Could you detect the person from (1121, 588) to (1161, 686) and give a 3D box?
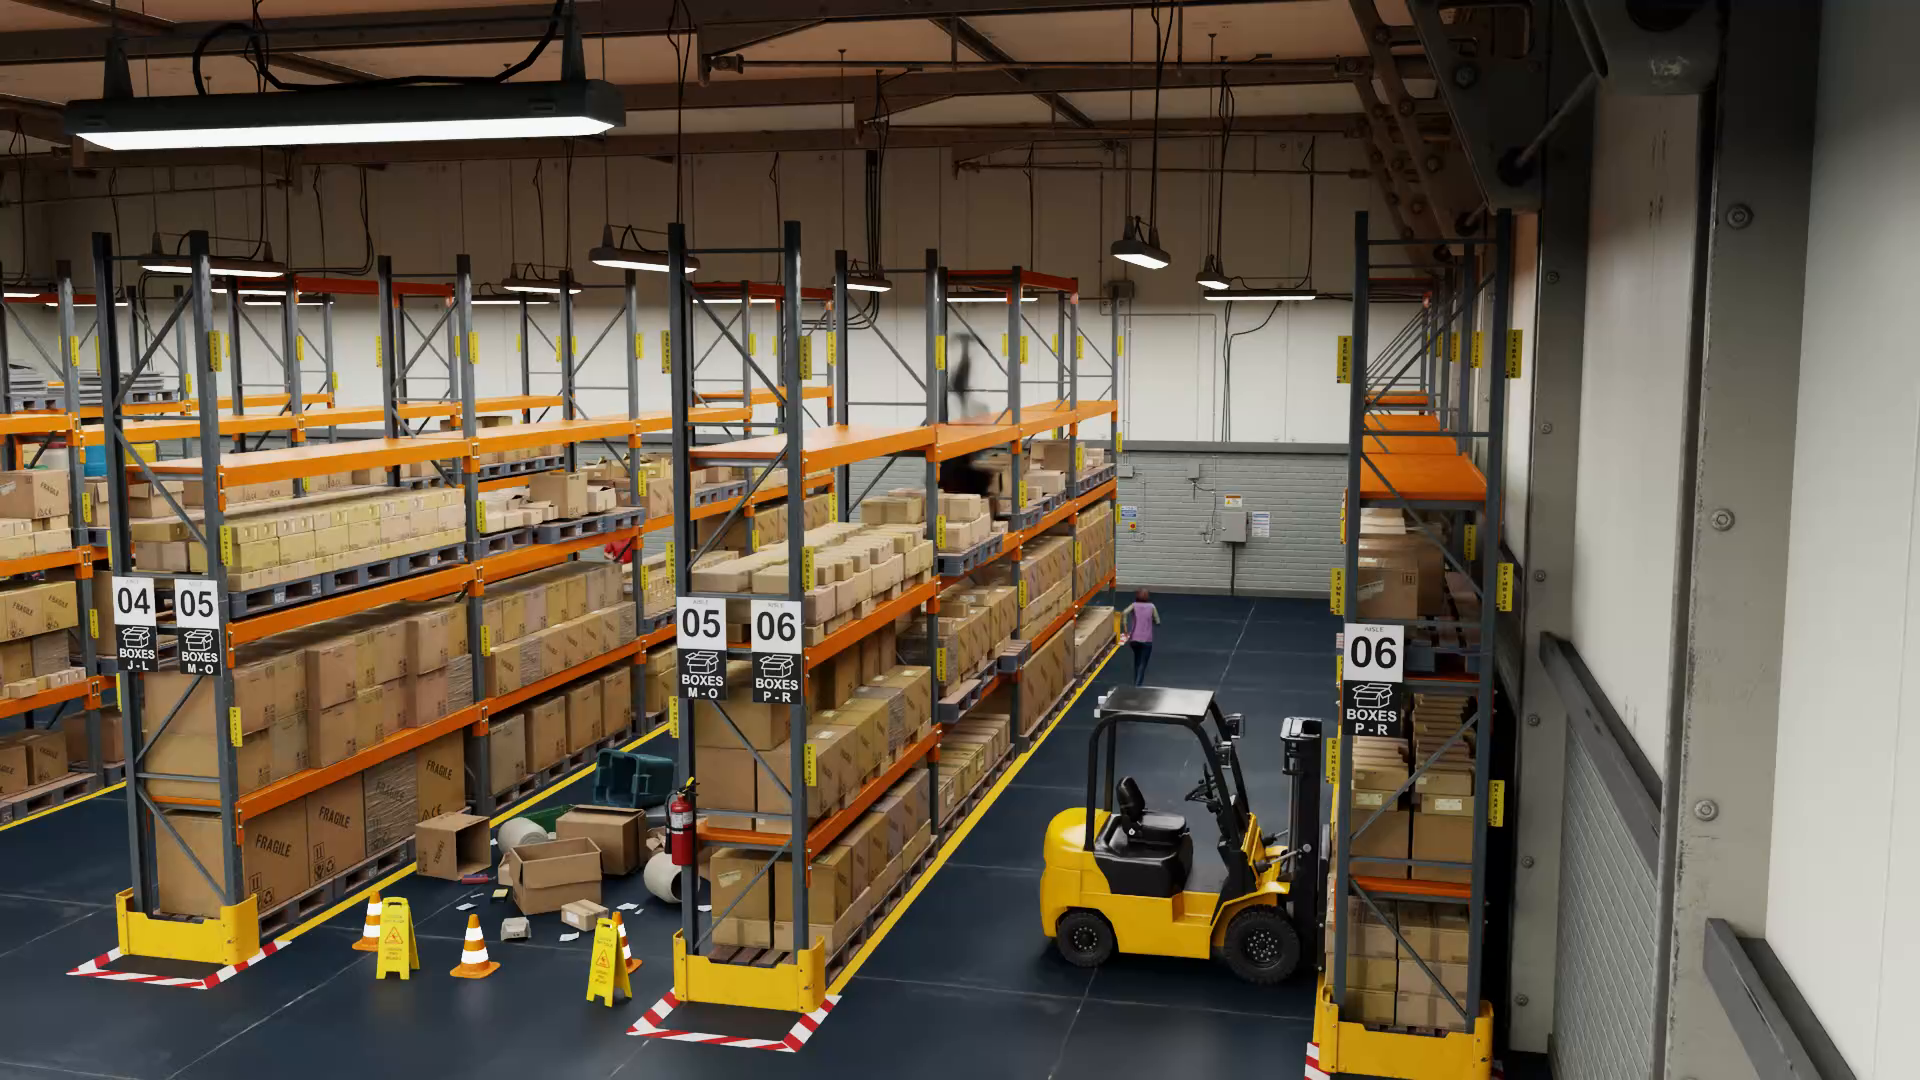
[{"bbox_3d":[2.577,1.505,23.755,0.527,1.564,0.868,2,7,17],"label":"person"}]

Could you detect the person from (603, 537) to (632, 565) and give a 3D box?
[{"bbox_3d":[-6.242,0.575,30.794,0.696,1.740,0.906,-2,7,-20],"label":"person"}]
